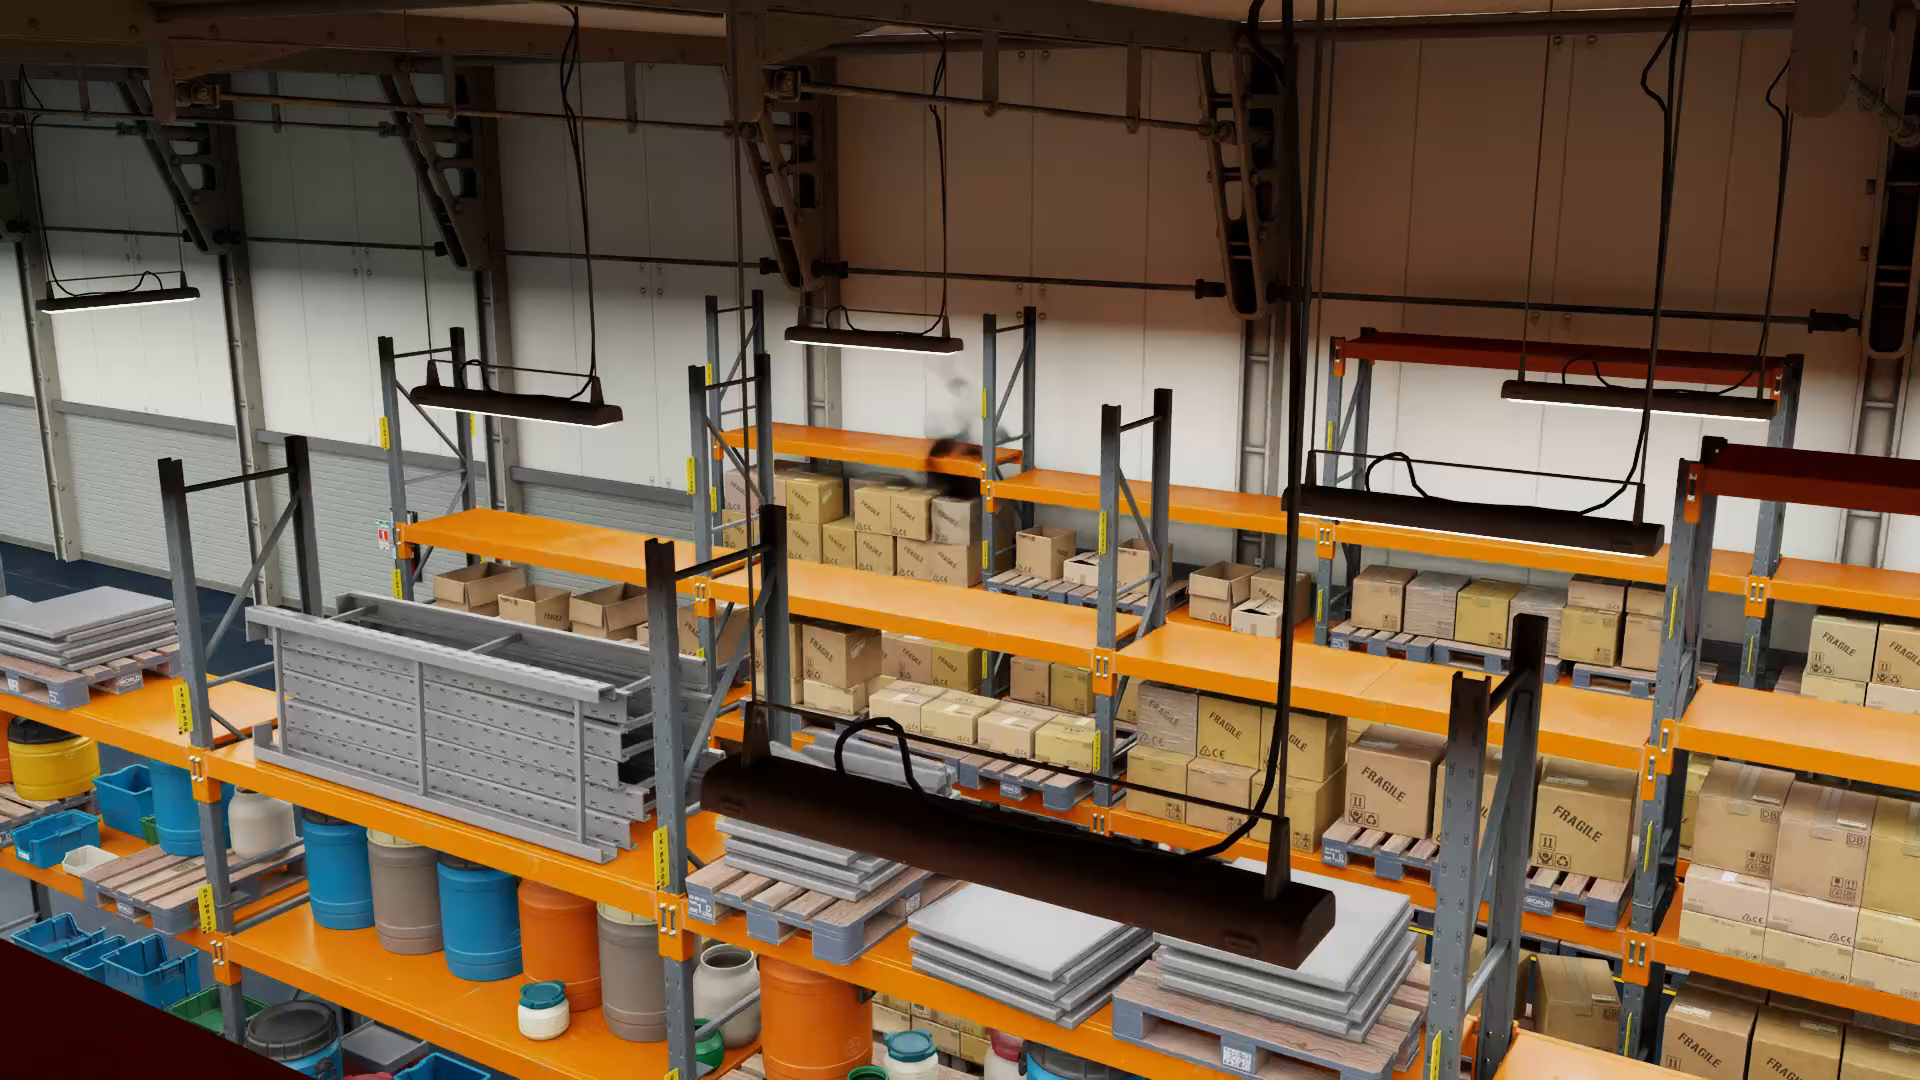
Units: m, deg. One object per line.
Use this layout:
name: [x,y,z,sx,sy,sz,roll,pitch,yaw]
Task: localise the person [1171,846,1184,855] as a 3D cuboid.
person: [1.796,3.368,15.695,0.636,1.682,0.604,5,15,20]
